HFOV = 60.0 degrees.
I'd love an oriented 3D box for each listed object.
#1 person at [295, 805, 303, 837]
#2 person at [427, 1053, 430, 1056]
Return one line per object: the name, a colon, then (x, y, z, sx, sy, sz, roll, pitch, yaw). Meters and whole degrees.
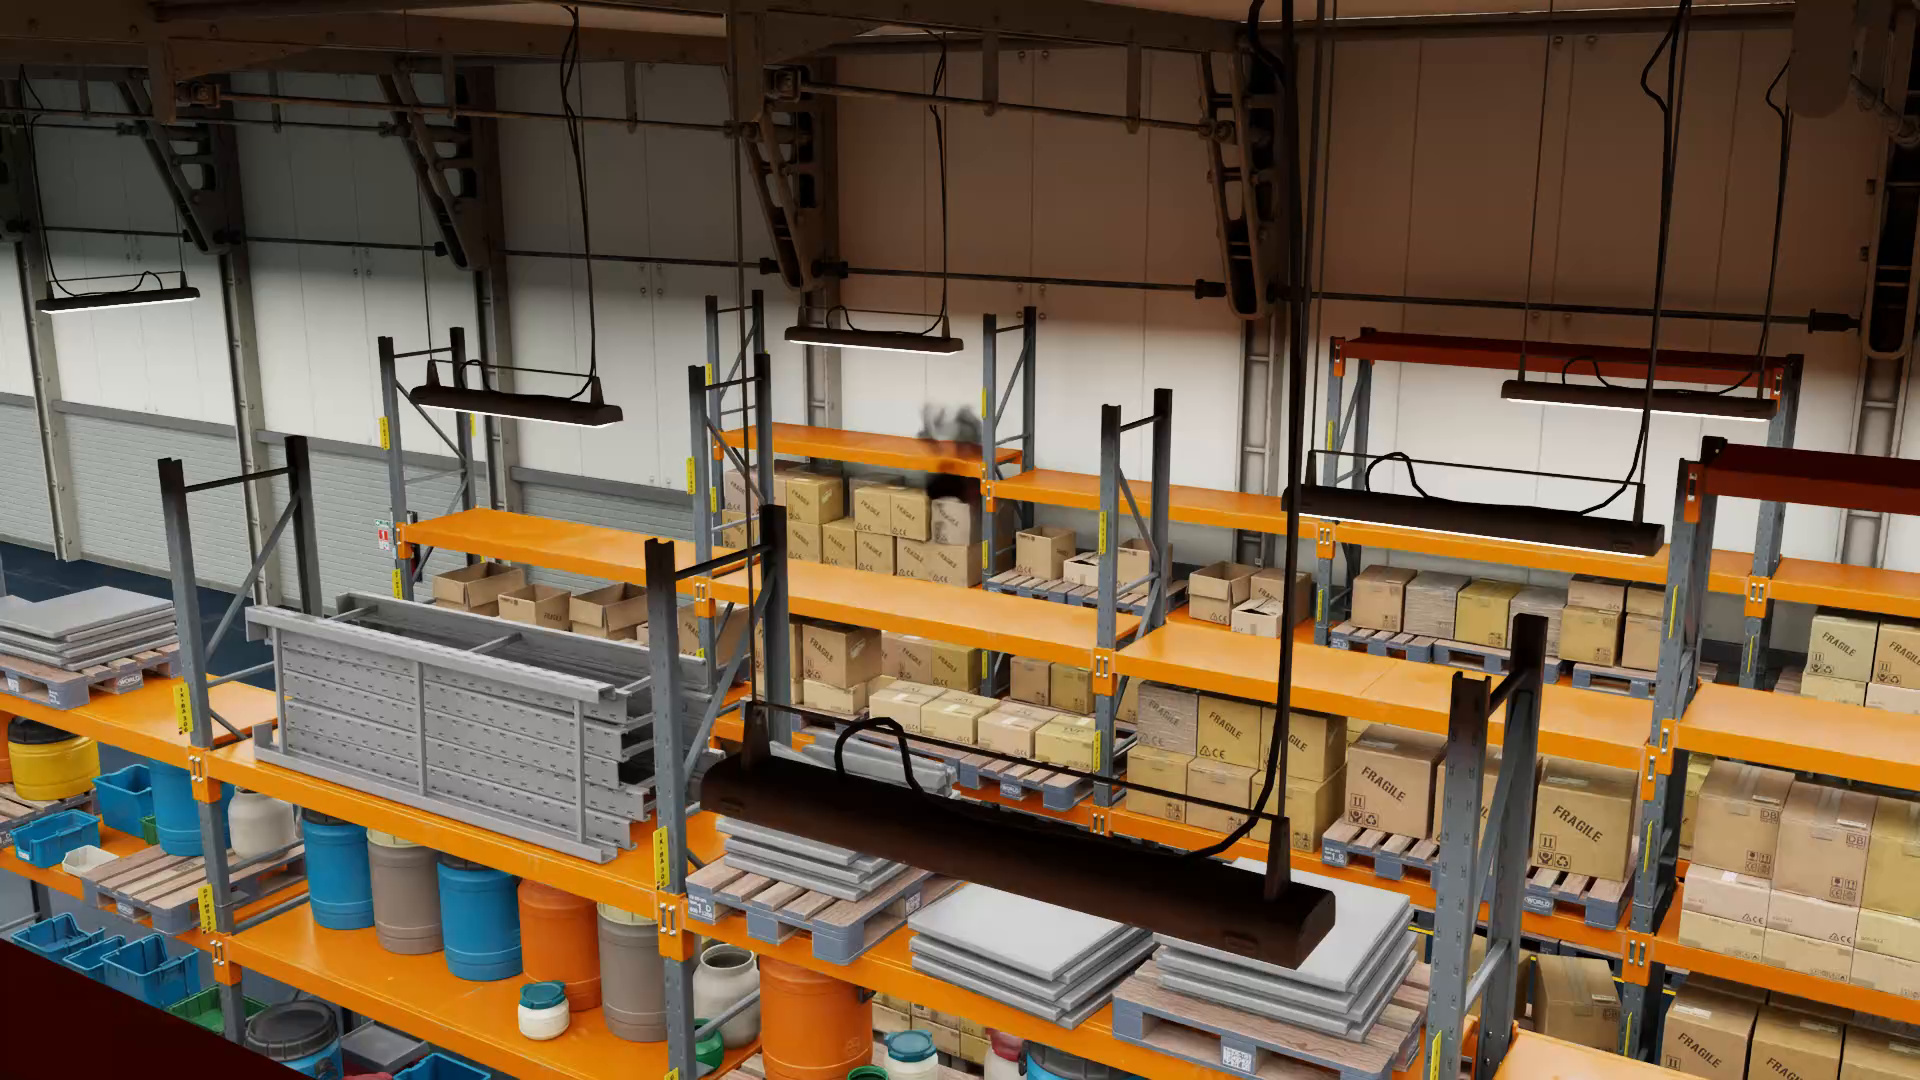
person: (-7.185, 2.732, 18.509, 0.853, 1.802, 0.676, -8, 16, -29)
person: (-4.572, 3.851, 13.908, 0.862, 1.796, 0.651, 8, 16, 30)
